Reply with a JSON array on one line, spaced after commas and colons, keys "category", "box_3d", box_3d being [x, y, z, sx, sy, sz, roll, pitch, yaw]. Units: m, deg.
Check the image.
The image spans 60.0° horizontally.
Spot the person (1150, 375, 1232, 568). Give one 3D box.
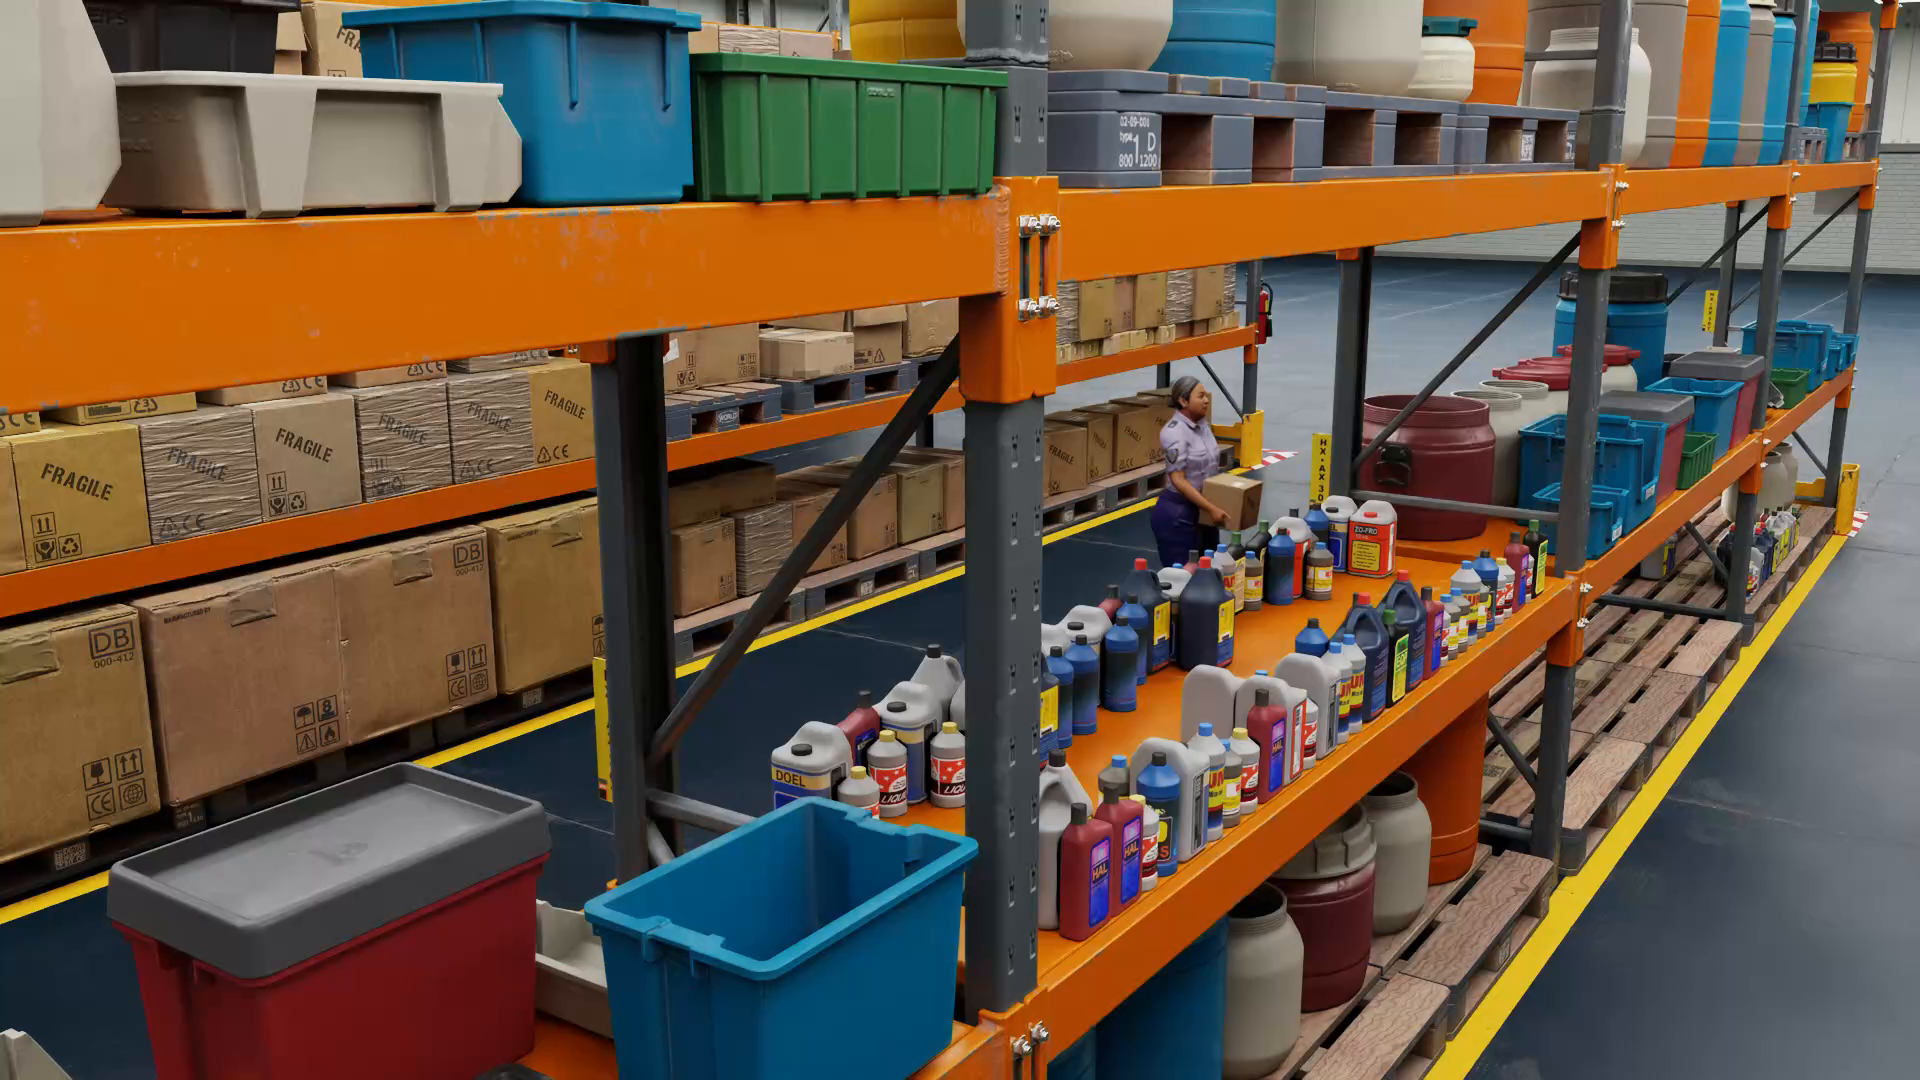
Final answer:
[{"category": "person", "box_3d": [1.367, -0.106, 9.460, 0.505, 1.649, 0.476, 9, 16, 33]}]
